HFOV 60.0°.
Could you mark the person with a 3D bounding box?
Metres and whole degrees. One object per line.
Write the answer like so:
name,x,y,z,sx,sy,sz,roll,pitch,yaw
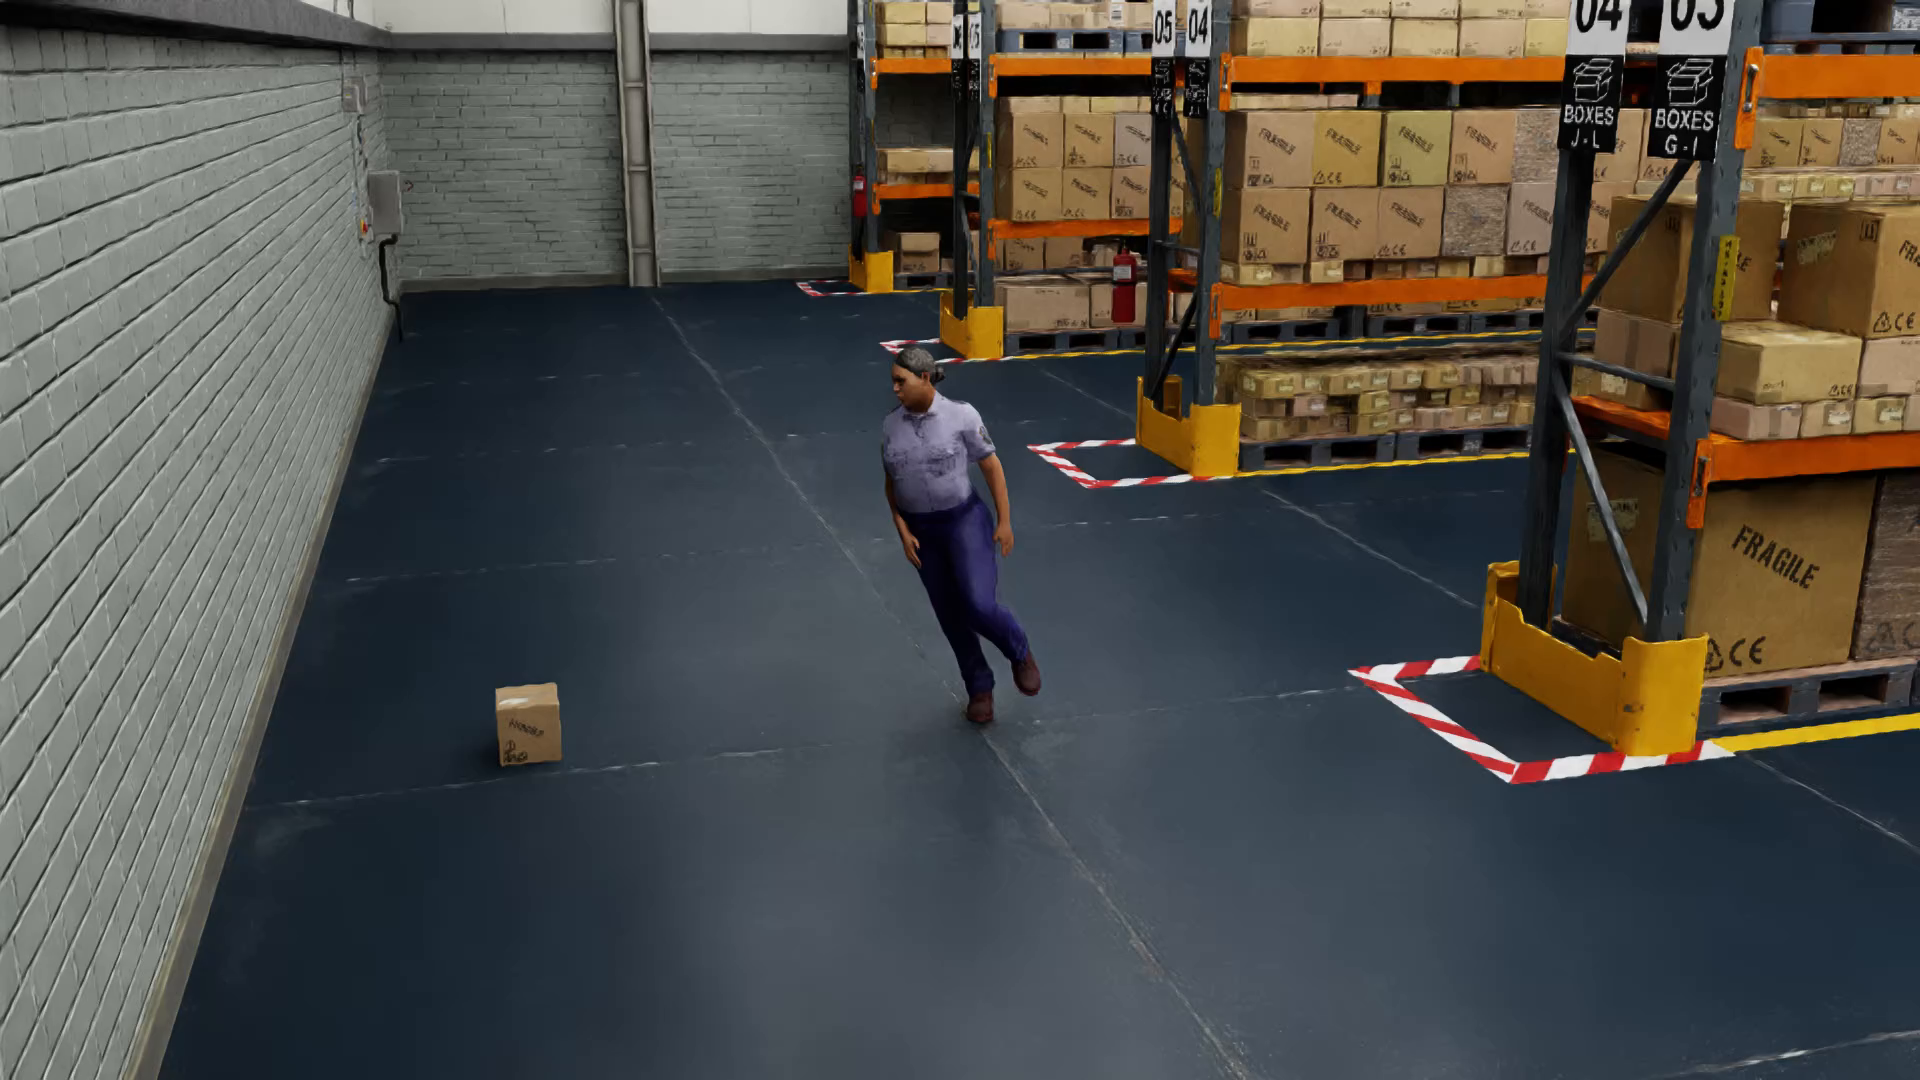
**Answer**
person,-0.013,-0.014,7.137,0.698,1.595,0.490,5,17,17
